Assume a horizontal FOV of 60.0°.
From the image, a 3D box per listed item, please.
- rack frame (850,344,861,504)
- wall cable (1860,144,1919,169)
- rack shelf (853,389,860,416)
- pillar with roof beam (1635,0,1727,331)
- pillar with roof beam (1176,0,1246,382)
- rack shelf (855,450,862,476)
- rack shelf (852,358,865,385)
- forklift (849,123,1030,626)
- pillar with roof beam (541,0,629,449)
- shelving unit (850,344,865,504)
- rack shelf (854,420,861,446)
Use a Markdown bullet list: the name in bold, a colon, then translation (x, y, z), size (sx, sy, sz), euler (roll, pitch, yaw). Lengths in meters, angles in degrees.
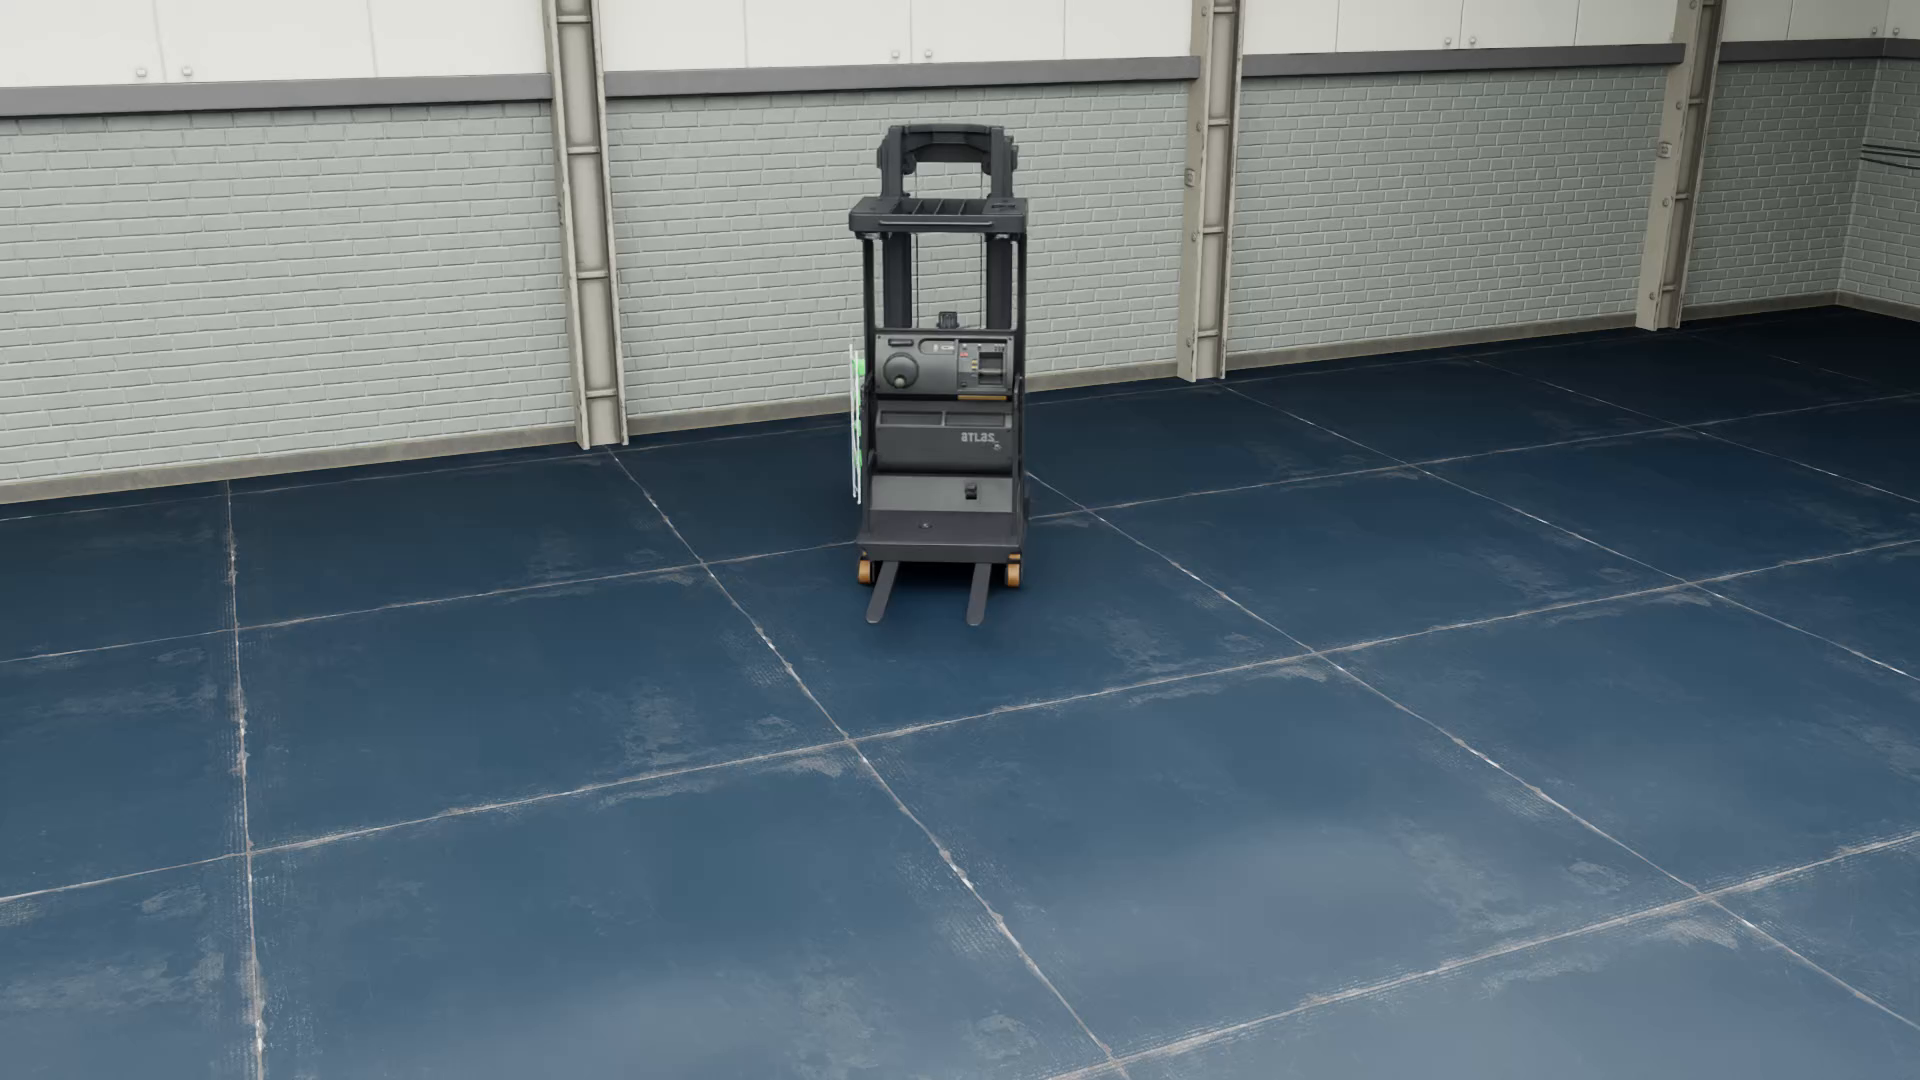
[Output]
- **rack frame**: translation (-0.801, -0.883, 12.720), size (0.015, 1.200, 0.240), euler (-5, 20, -13)
- **wall cable**: translation (11.147, -5.189, 17.885), size (0.112, 2.526, 3.097), euler (-8, 21, -22)
- **rack shelf**: translation (-0.564, -1.069, 12.718), size (0.480, 0.148, 0.258), euler (-5, 20, -13)
- **pillar with roof beam**: translation (9.624, -5.357, 13.686), size (0.400, 9.000, 9.100), euler (-8, 21, -22)
- **pillar with roof beam**: translation (4.114, -4.567, 11.444), size (0.400, 9.000, 9.100), euler (-8, 21, -22)
- **rack shelf**: translation (-0.564, -0.615, 12.875), size (0.480, 0.148, 0.258), euler (-5, 20, -13)
- **rack shelf**: translation (-0.565, -1.295, 12.640), size (0.480, 0.148, 0.258), euler (-5, 20, -13)
- **forklift**: translation (-0.116, -1.175, 10.945), size (1.130, 2.935, 3.031), euler (1, 19, 4)
- **pillar with roof beam**: translation (-1.395, -3.778, 9.202), size (0.400, 9.000, 9.100), euler (-8, 21, -22)
- **shelving unit**: translation (-0.564, -0.902, 12.776), size (0.503, 1.200, 0.258), euler (-5, 20, -13)
- **rack shelf**: translation (-0.564, -0.842, 12.797), size (0.480, 0.148, 0.258), euler (-5, 20, -13)
